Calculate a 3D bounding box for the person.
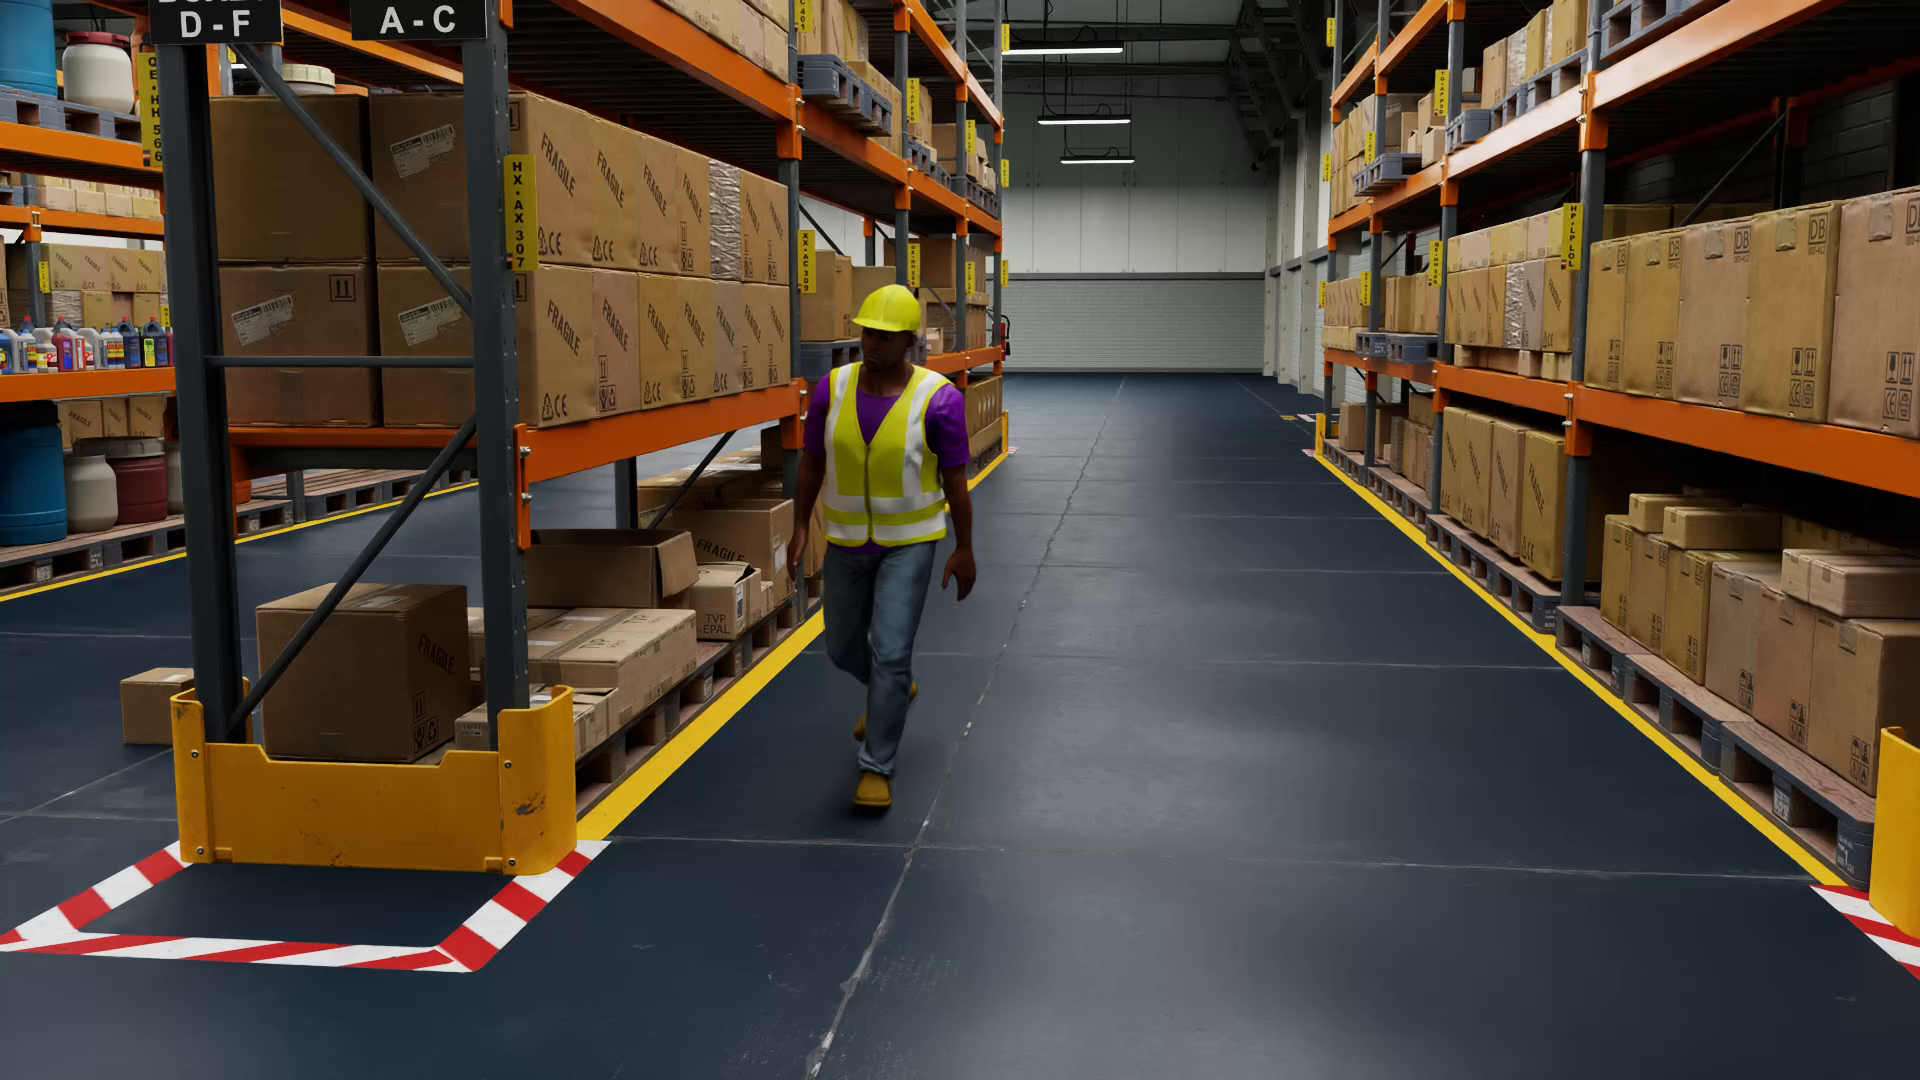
[{"bbox_3d":[-0.267,-0.007,5.786,0.665,1.739,0.865,2,8,15],"label":"person"}]
